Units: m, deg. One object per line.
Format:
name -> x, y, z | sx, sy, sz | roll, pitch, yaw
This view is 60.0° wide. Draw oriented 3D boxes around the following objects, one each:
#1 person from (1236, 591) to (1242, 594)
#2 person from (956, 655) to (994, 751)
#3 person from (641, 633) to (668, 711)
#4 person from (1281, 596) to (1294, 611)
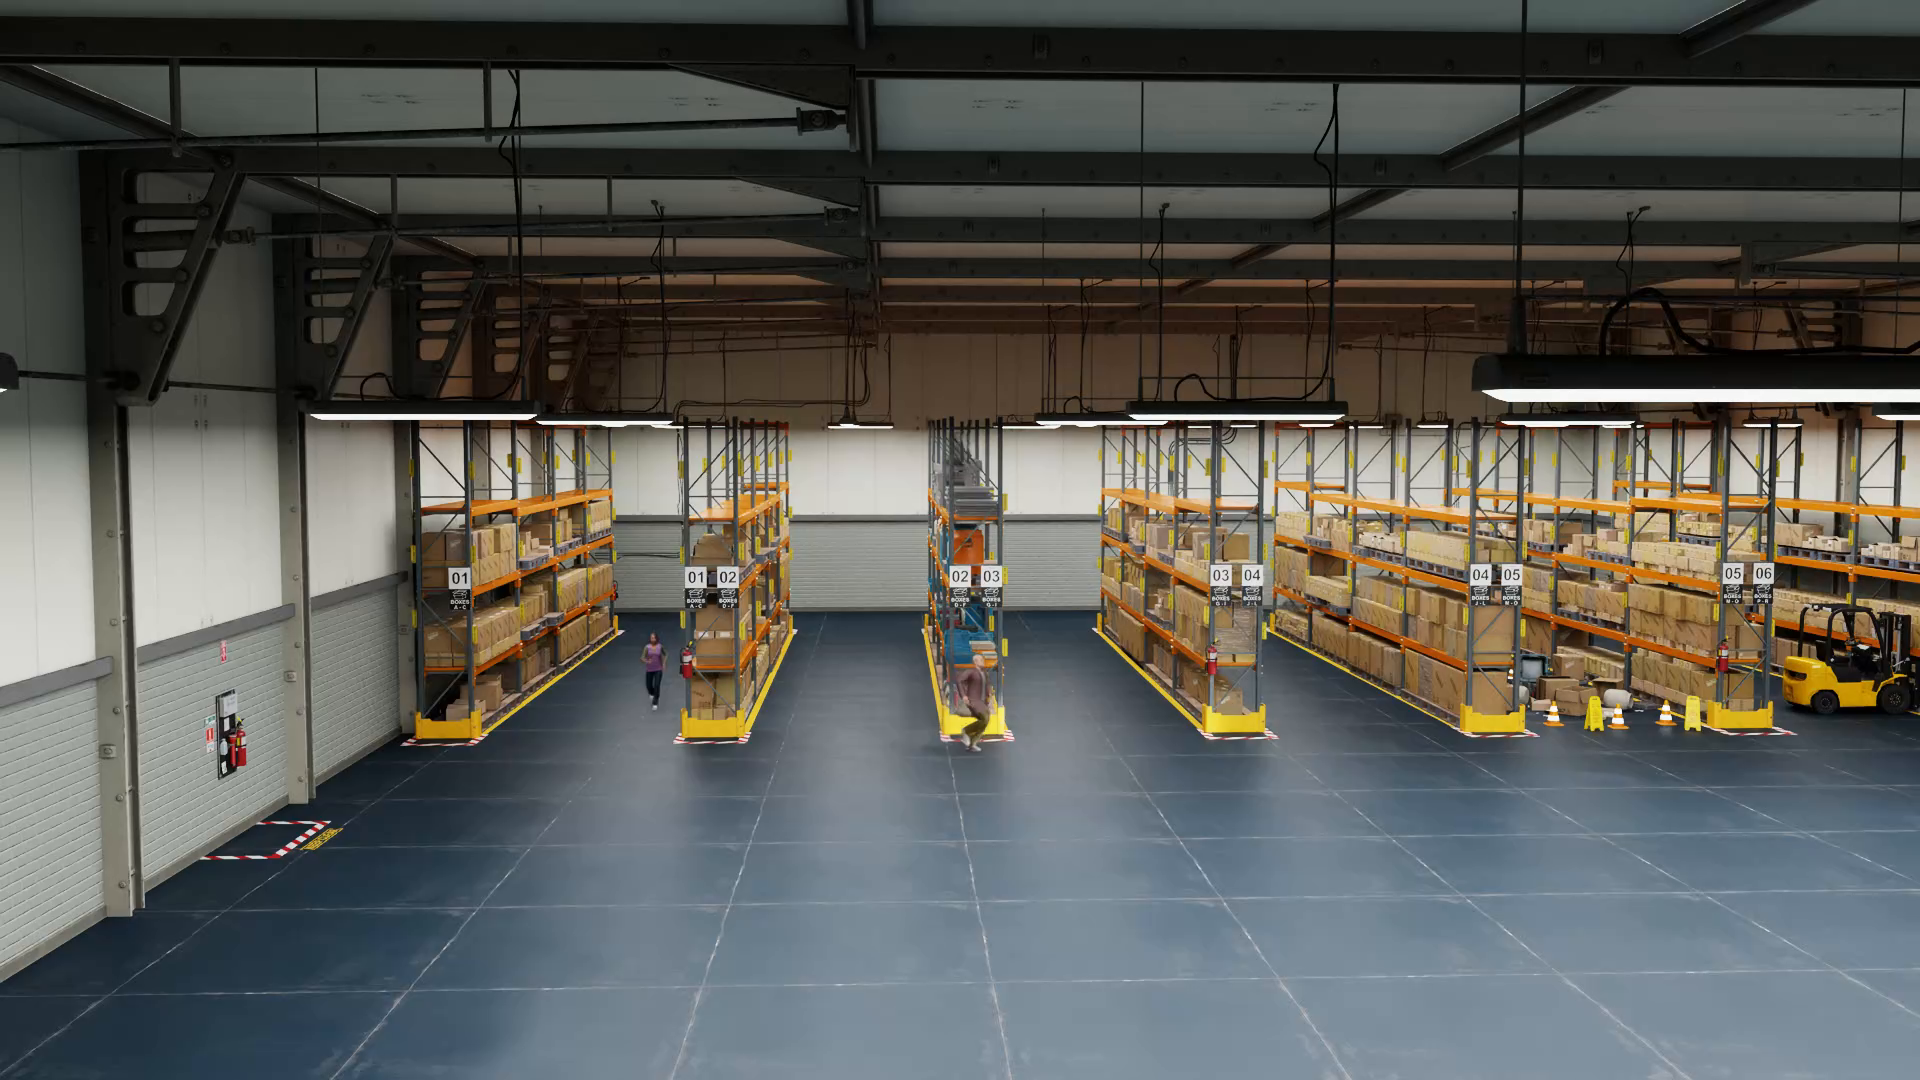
person -> 7.747, 1.883, 47.501 | 0.602, 1.473, 0.545 | 1, 4, 20
person -> 0.343, 2.954, 29.862 | 0.575, 1.637, 0.758 | 2, 4, 31
person -> -6.297, 2.698, 34.312 | 0.545, 1.566, 0.781 | 0, 4, -6
person -> 9.705, 1.700, 49.123 | 0.642, 1.670, 0.705 | 1, 4, 21
